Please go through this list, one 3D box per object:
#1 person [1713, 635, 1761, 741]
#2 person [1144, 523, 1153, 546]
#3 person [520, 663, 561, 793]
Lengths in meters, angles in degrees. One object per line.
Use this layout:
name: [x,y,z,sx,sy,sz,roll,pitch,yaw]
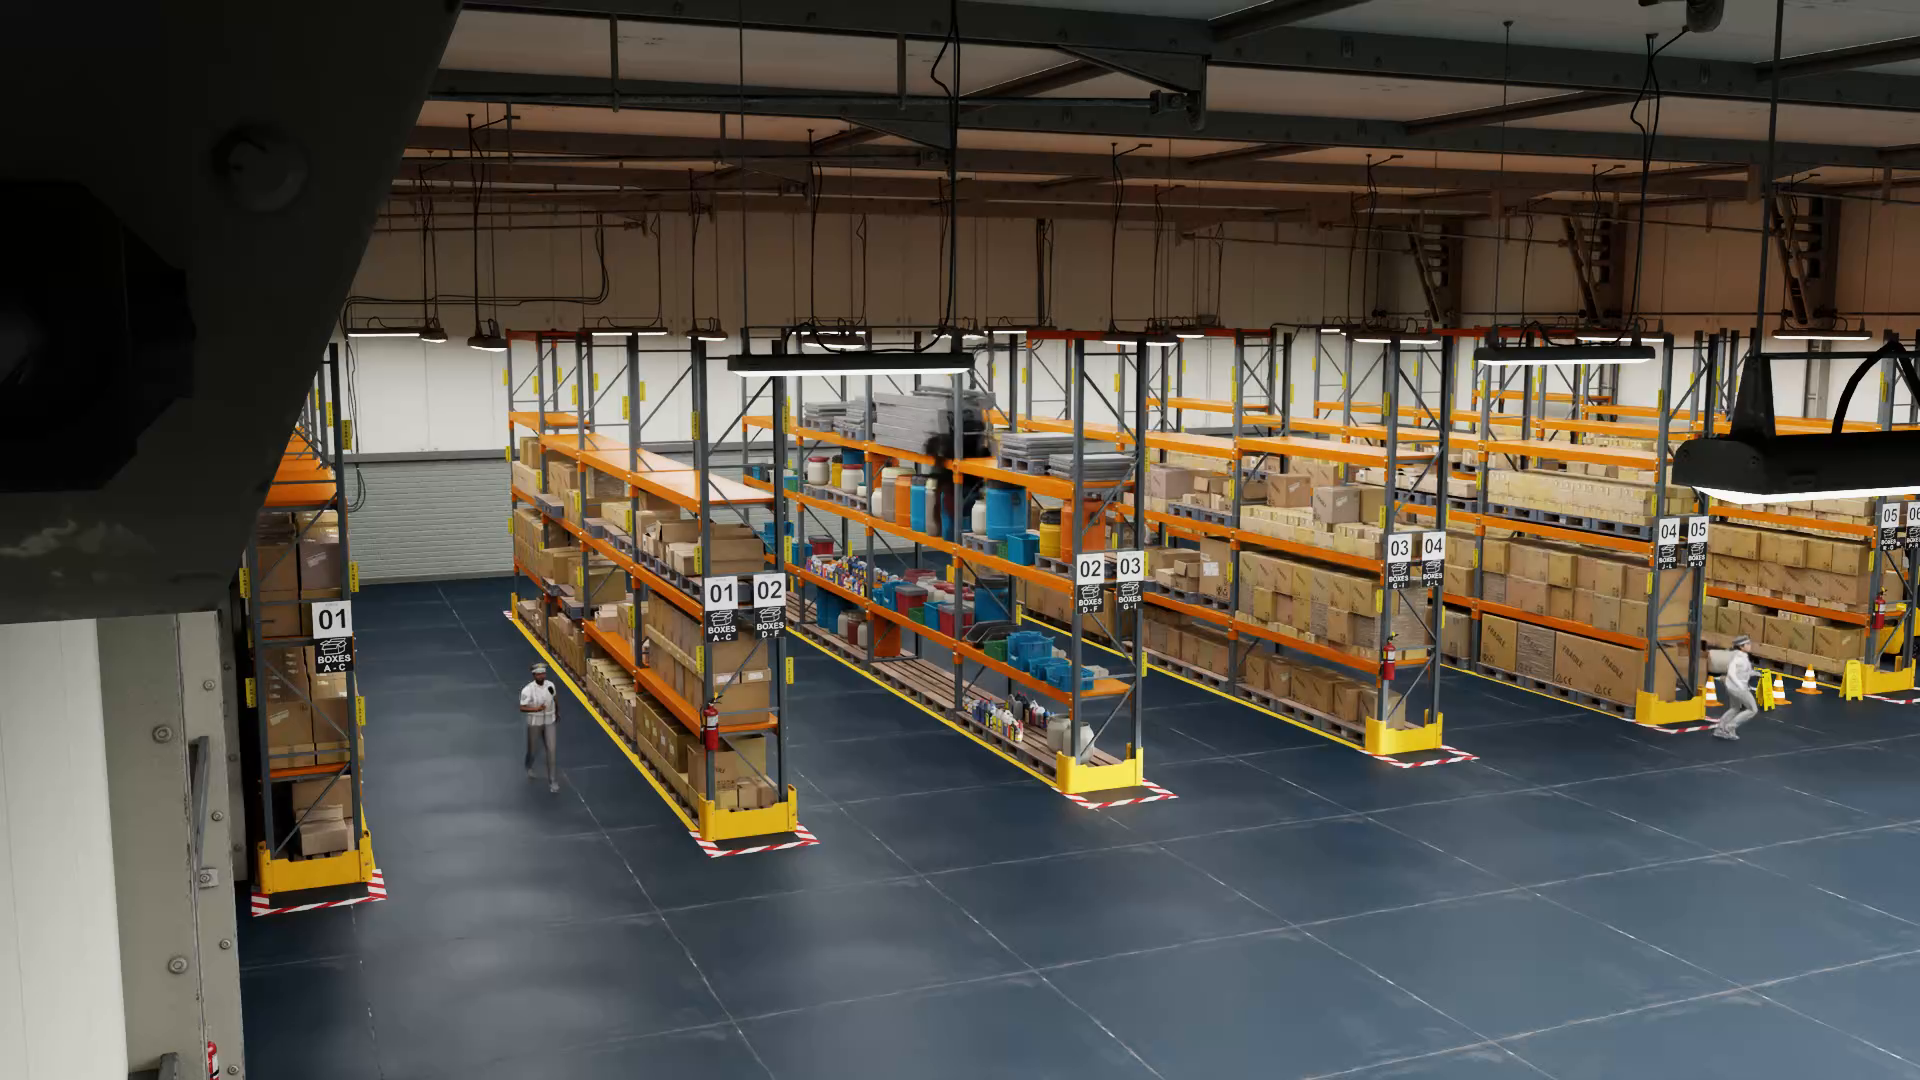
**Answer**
person: [11.542,2.189,24.560,0.572,1.641,0.621,1,8,10]
person: [4.159,0.216,38.721,0.662,1.760,0.805,-3,8,-22]
person: [-5.596,2.458,22.224,0.575,1.685,0.938,-4,9,-29]
